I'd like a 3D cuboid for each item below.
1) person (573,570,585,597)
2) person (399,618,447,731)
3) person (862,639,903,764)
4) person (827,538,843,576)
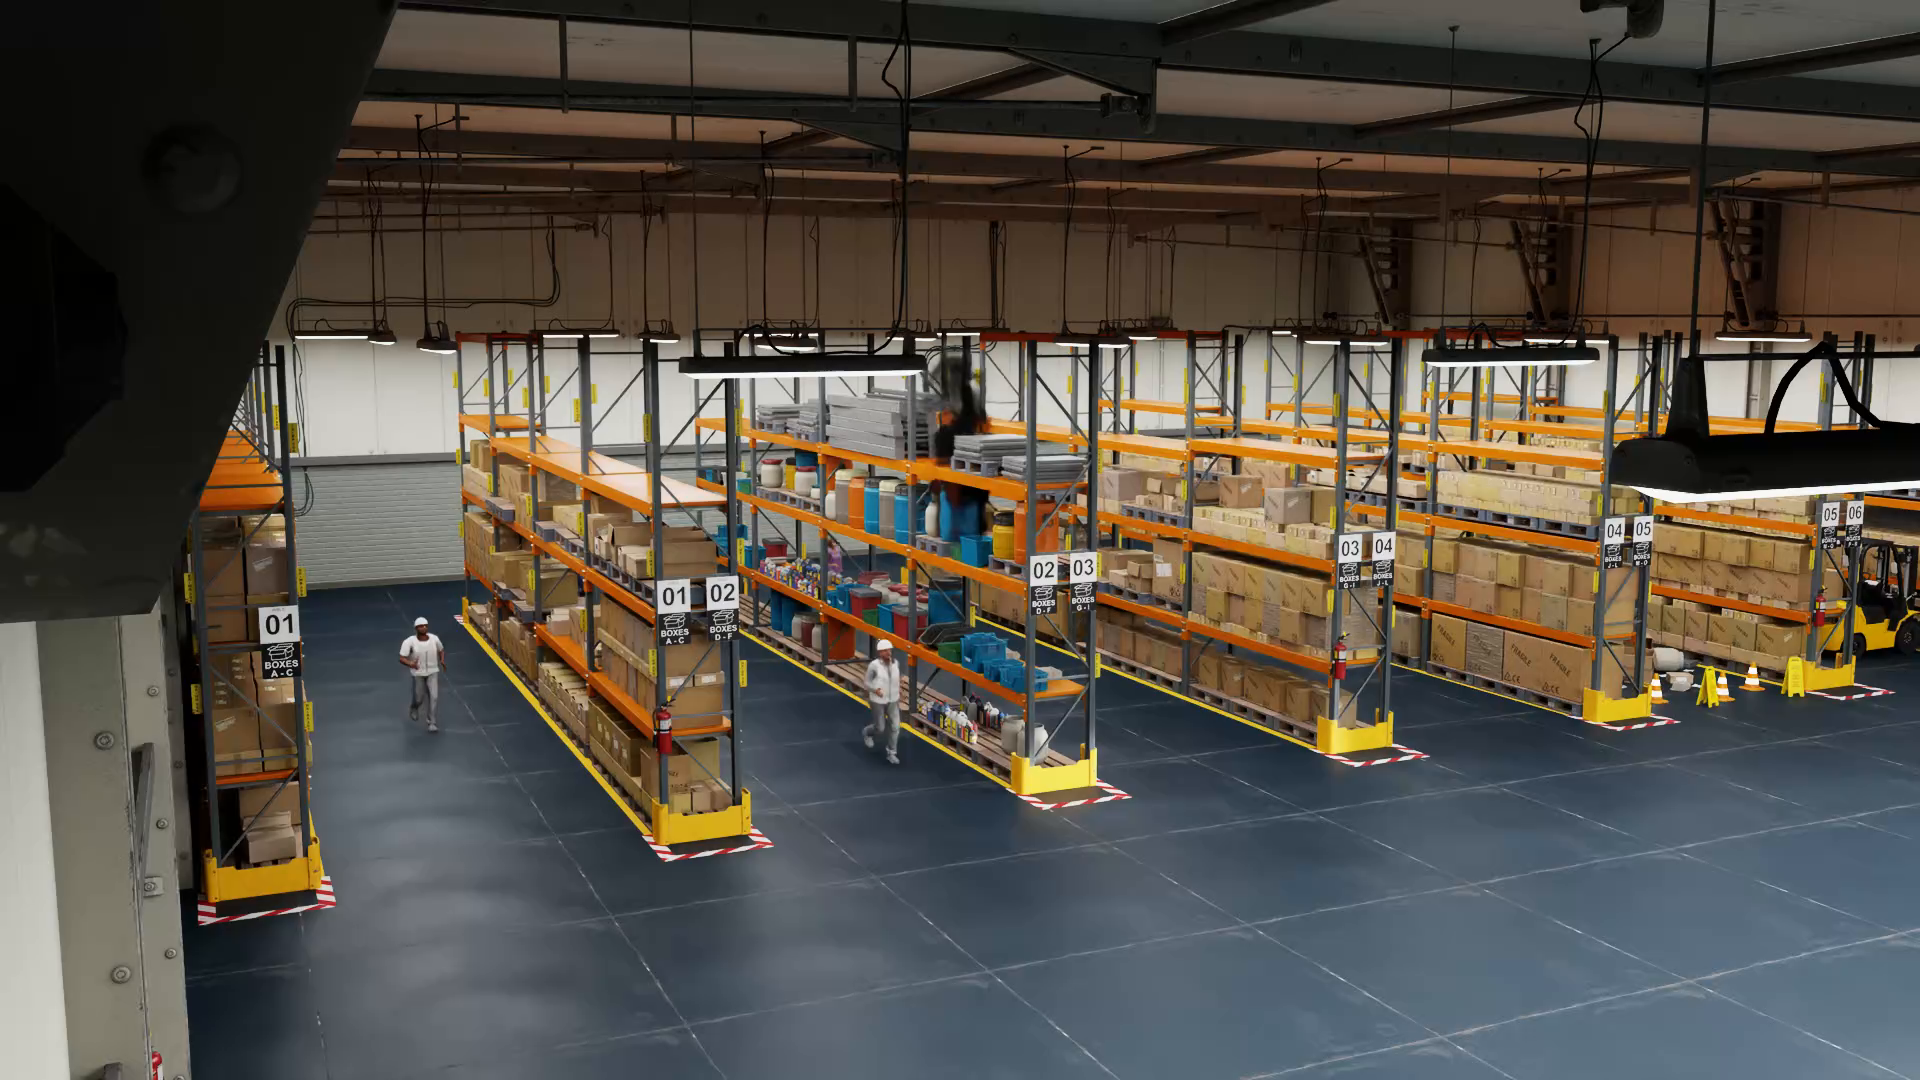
[{"bbox_3d":[-8.141,0.786,35.280,0.564,1.615,0.627,6,10,38],"label":"person"},{"bbox_3d":[-8.223,2.044,25.527,0.714,1.733,0.791,-5,9,-32],"label":"person"},{"bbox_3d":[-1.106,2.269,23.781,0.650,1.754,0.876,-4,9,-28],"label":"person"},{"bbox_3d":[-2.692,0.724,35.788,0.509,1.573,0.631,-6,10,-36],"label":"person"}]
